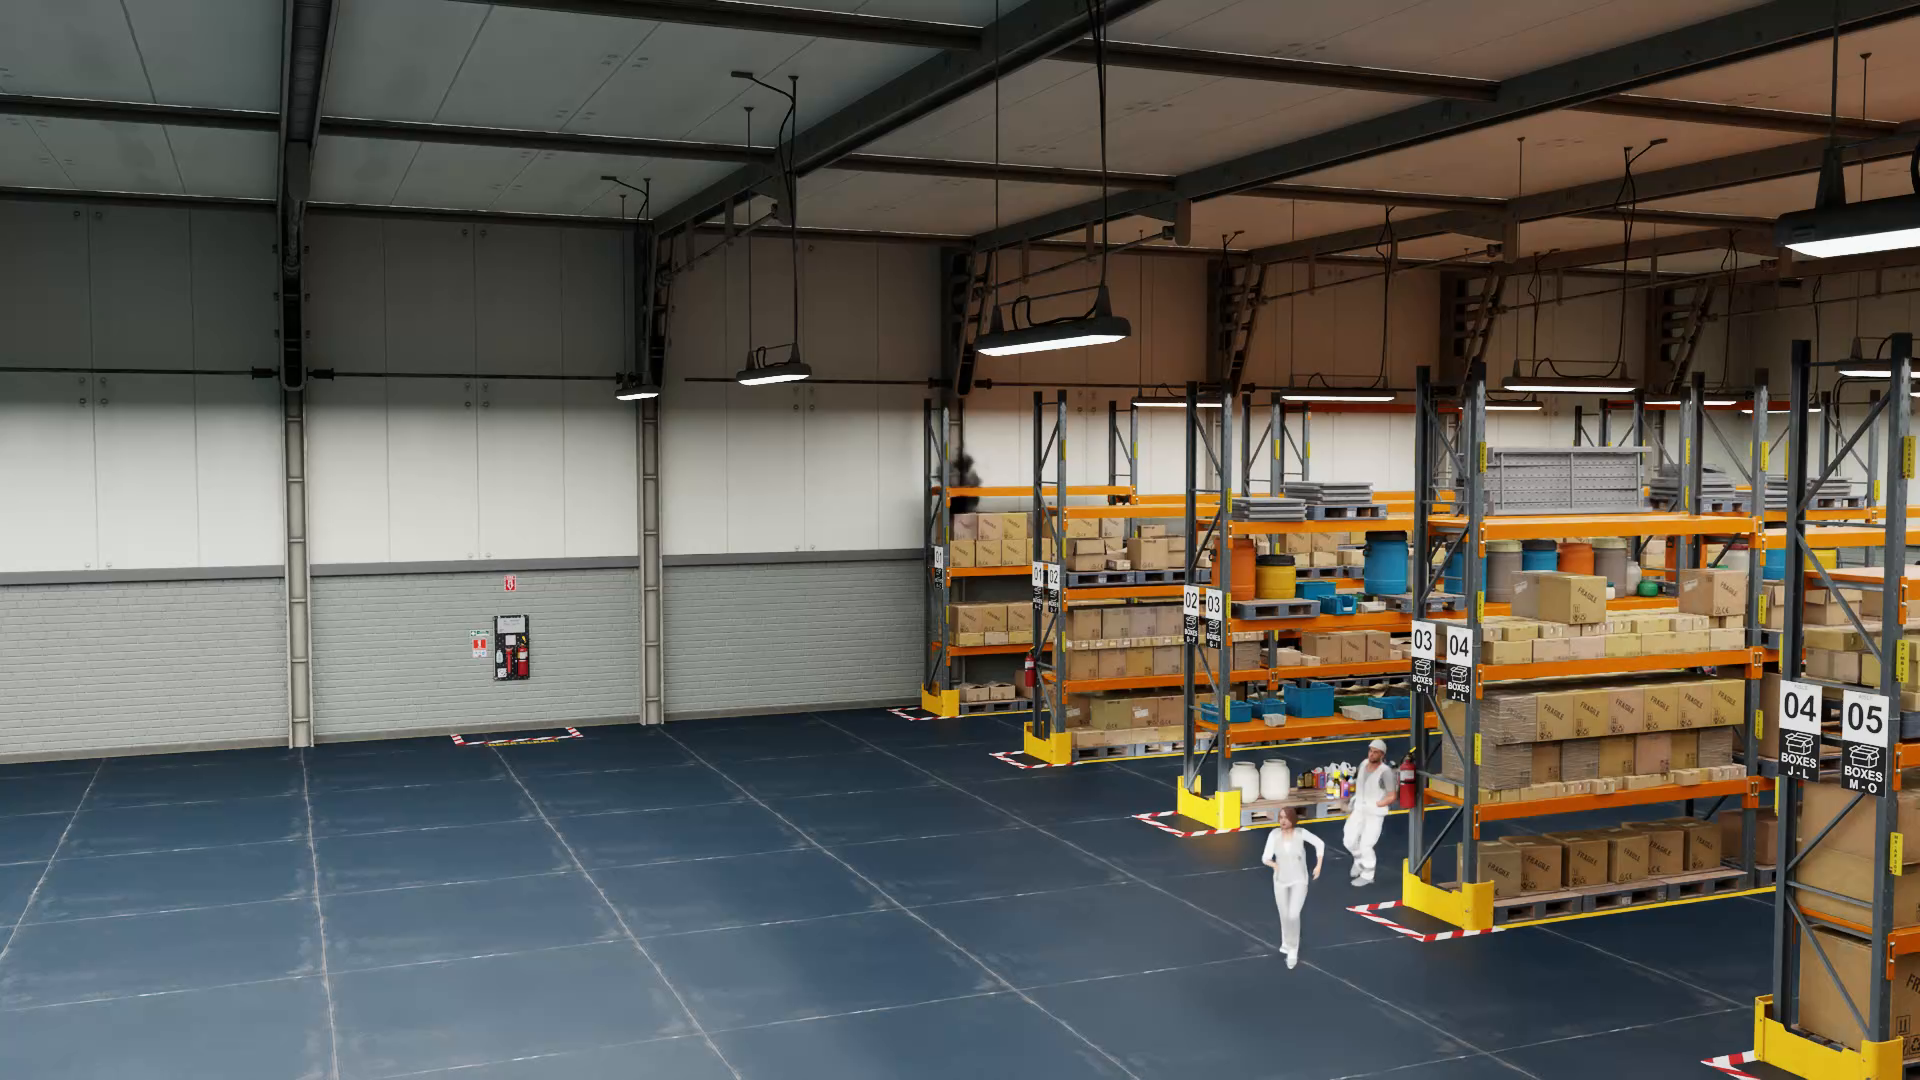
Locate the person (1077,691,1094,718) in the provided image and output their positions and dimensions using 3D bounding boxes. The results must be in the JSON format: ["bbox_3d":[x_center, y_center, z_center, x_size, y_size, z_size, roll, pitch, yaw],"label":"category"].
[{"bbox_3d":[2.213,2.613,29.367,0.555,1.642,0.612,-2,4,-25],"label":"person"}]

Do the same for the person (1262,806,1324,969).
[{"bbox_3d":[3.264,3.396,16.362,0.548,1.584,0.808,2,4,26],"label":"person"}]

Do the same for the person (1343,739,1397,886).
[{"bbox_3d":[4.736,3.168,19.243,0.557,1.752,0.661,-3,5,-42],"label":"person"}]
